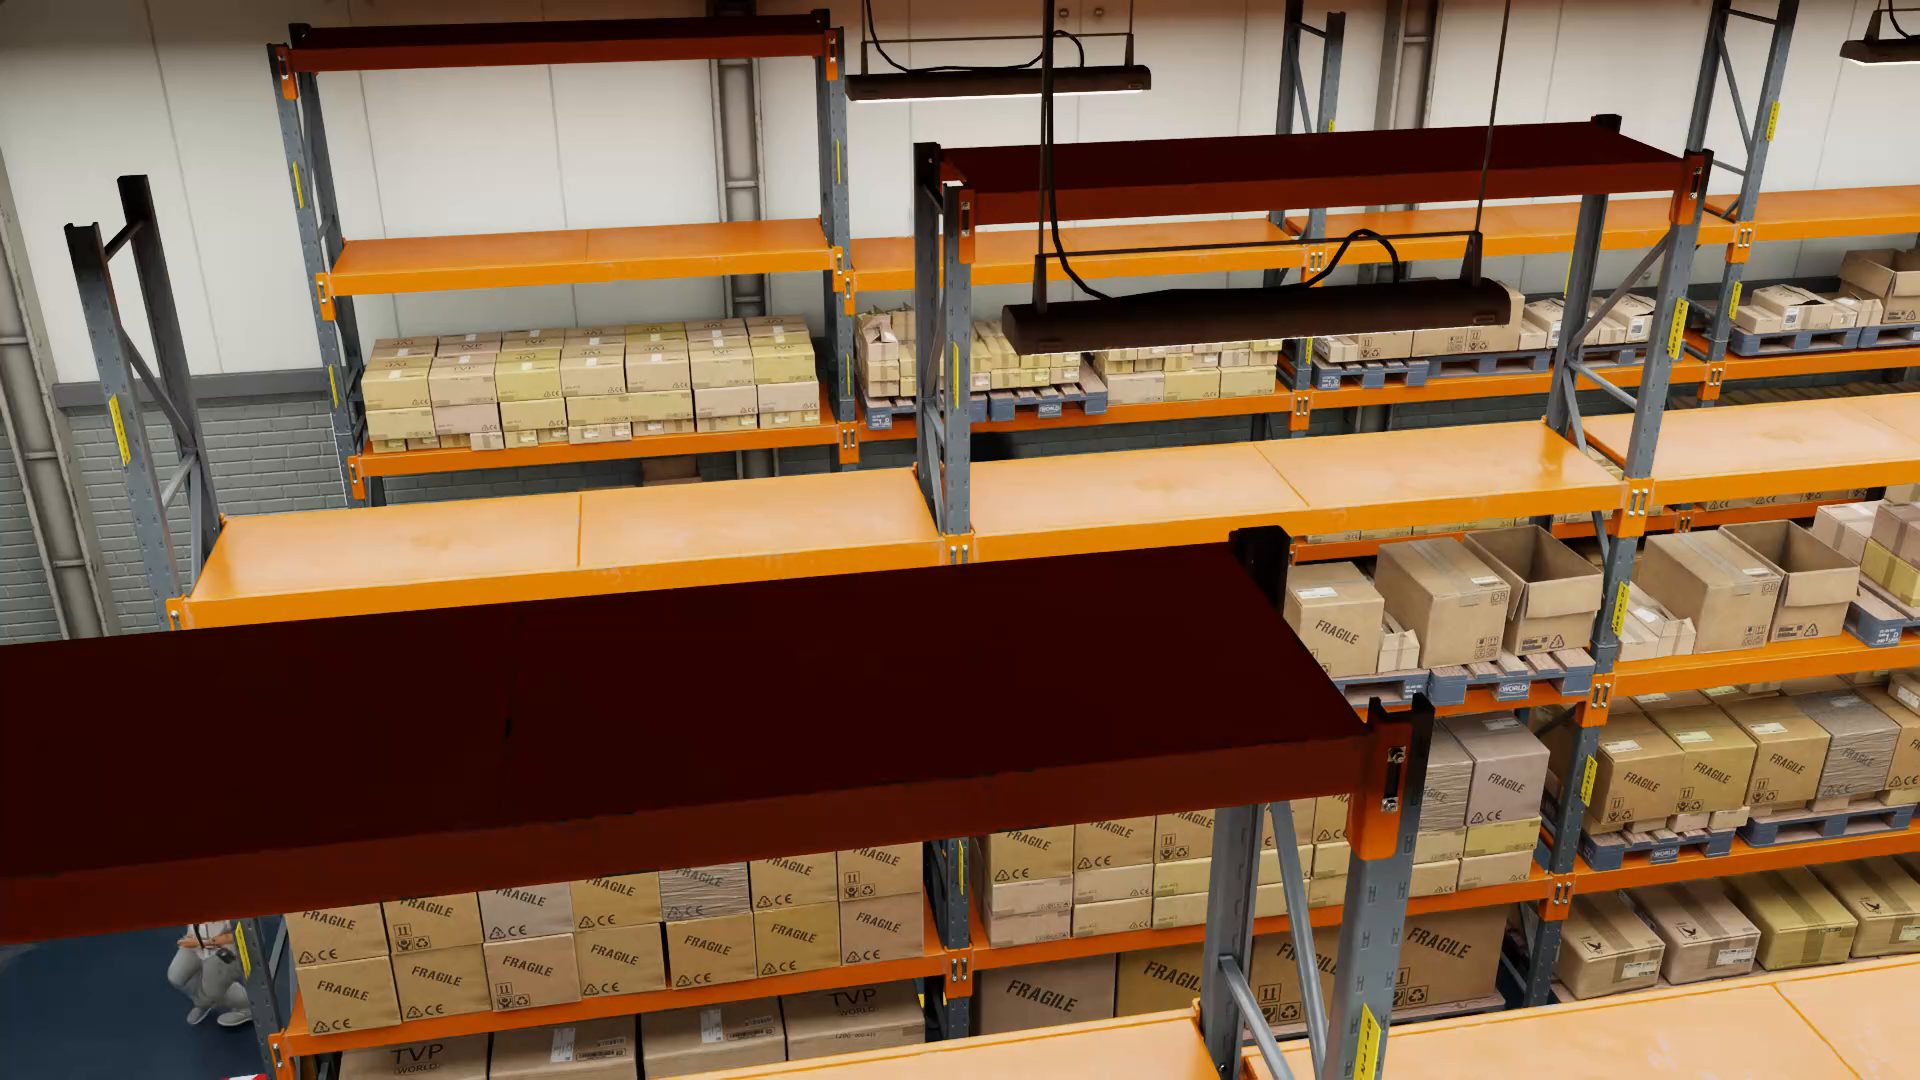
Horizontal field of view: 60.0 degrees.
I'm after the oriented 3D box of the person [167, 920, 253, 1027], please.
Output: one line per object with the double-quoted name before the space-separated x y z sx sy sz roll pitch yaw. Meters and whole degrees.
"person" -4.951 2.656 10.980 0.553 1.621 0.743 -19 32 -35
